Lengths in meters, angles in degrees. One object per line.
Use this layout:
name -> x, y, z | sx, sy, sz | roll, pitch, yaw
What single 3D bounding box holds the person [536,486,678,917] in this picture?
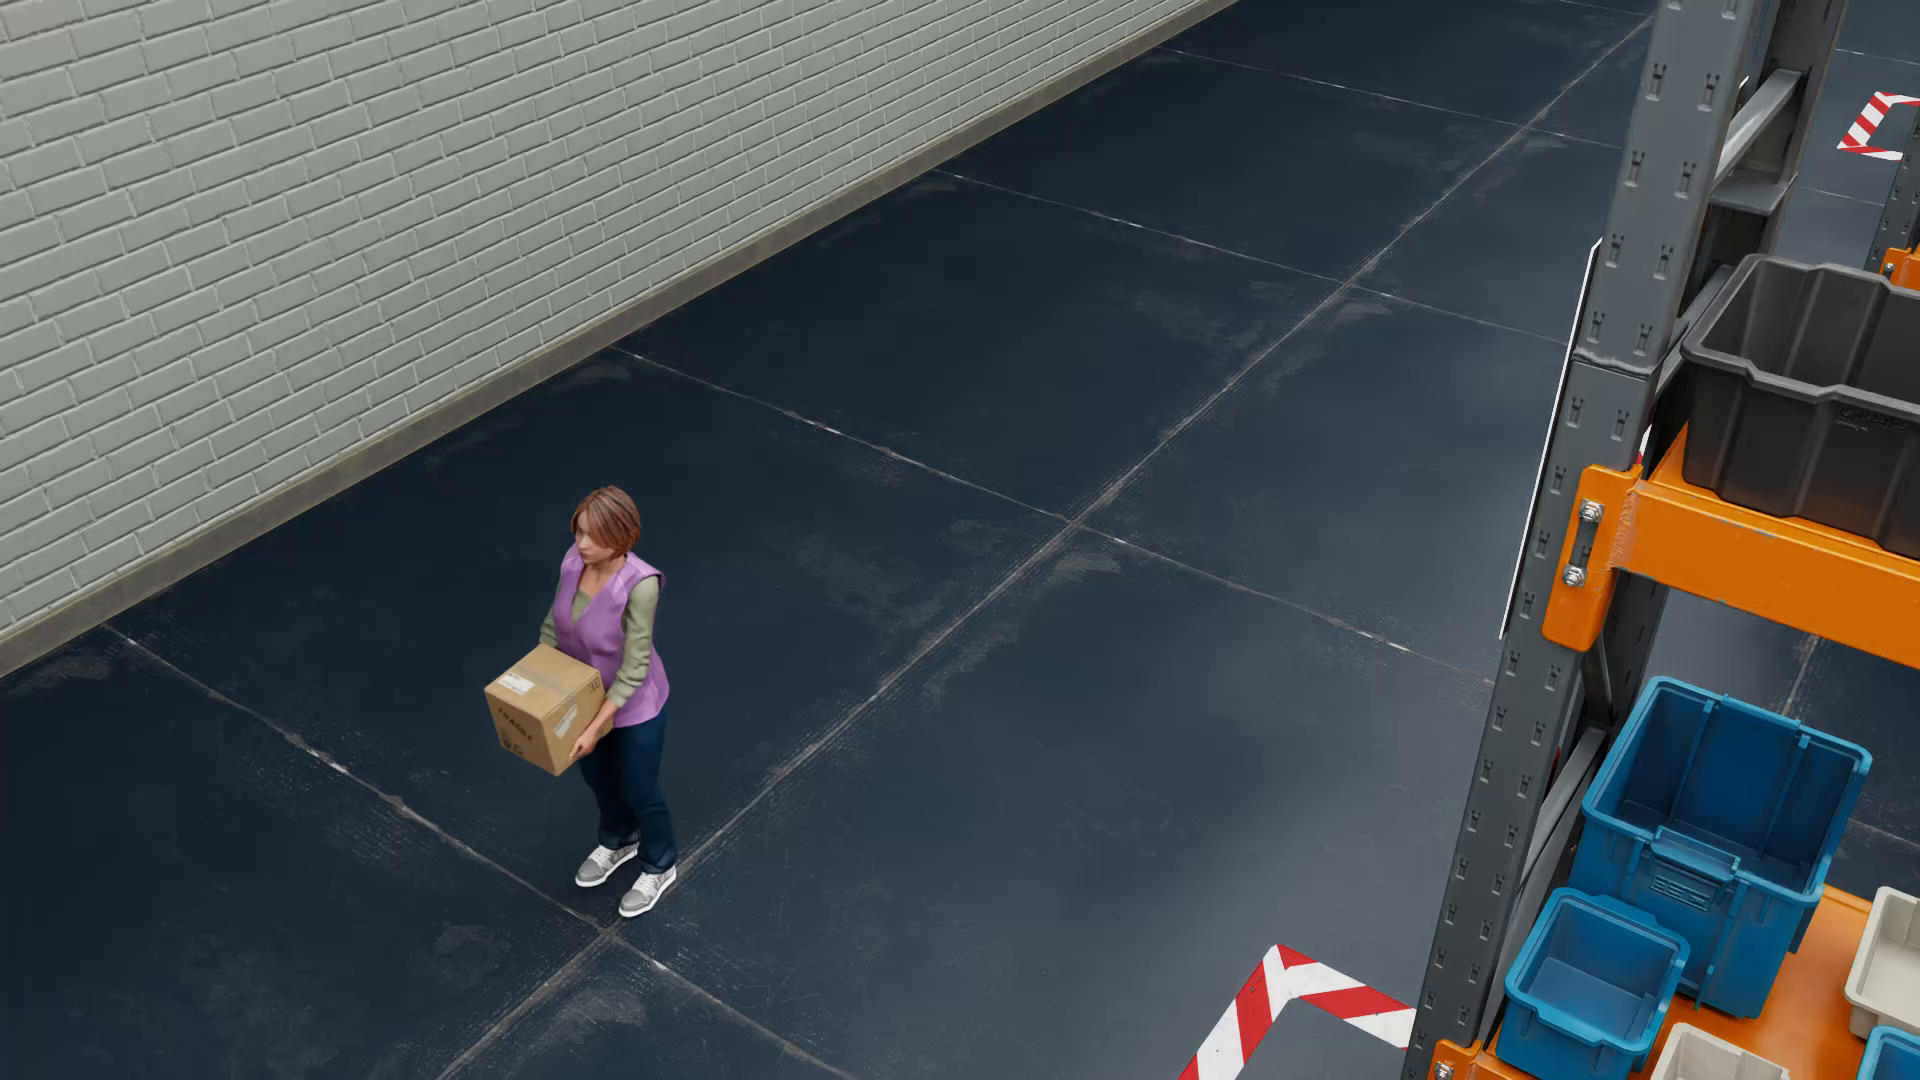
person -> -1.155, 0.567, 5.343 | 0.410, 1.596, 0.484 | 22, 40, 28
